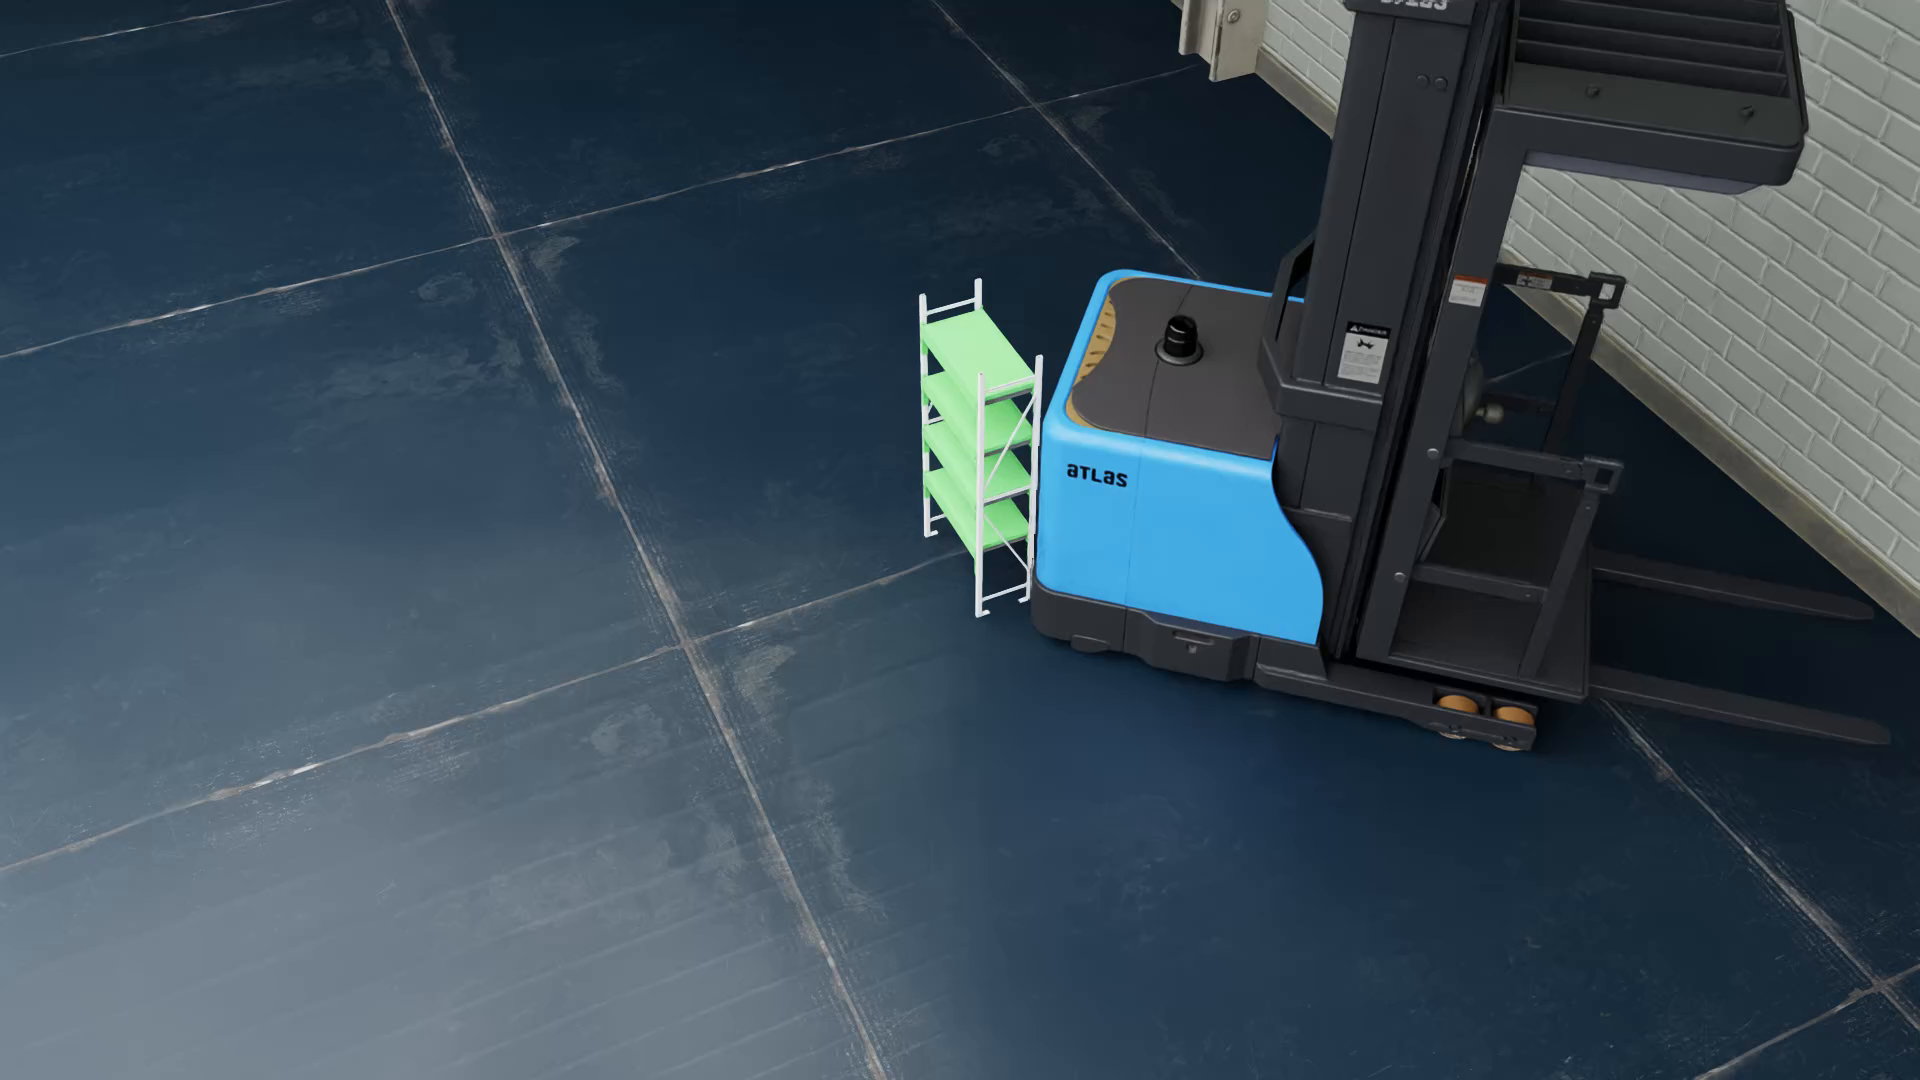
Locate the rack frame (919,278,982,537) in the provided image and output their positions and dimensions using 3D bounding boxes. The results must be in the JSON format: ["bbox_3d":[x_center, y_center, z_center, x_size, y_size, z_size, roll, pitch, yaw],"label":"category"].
[{"bbox_3d":[-0.033,-0.477,6.379,0.240,1.200,0.015,-18,47,-17],"label":"rack frame"}]

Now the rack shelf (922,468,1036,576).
[{"bbox_3d":[0.070,-0.105,6.435,0.258,0.148,0.480,-18,47,-17],"label":"rack shelf"}]

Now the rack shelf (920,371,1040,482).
[{"bbox_3d":[0.070,-0.447,6.098,0.258,0.148,0.480,-18,47,-17],"label":"rack shelf"}]

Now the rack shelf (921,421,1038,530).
[{"bbox_3d":[0.070,-0.276,6.267,0.258,0.148,0.480,-18,47,-17],"label":"rack shelf"}]

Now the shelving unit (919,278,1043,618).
[{"bbox_3d":[0.070,-0.322,6.222,0.258,1.200,0.503,-18,47,-17],"label":"shelving unit"}]

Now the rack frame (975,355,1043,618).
[{"bbox_3d":[0.172,-0.166,6.064,0.240,1.200,0.015,-18,47,-17],"label":"rack frame"}]

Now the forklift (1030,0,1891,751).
[{"bbox_3d":[1.843,-0.704,5.377,3.031,2.935,1.130,11,46,11],"label":"forklift"}]

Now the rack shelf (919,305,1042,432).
[{"bbox_3d":[0.070,-0.618,5.929,0.258,0.148,0.480,-18,47,-17],"label":"rack shelf"}]

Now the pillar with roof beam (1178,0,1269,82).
[{"bbox_3d":[-2.423,-4.679,5.085,9.100,9.000,0.400,-18,47,-17],"label":"pillar with roof beam"}]
